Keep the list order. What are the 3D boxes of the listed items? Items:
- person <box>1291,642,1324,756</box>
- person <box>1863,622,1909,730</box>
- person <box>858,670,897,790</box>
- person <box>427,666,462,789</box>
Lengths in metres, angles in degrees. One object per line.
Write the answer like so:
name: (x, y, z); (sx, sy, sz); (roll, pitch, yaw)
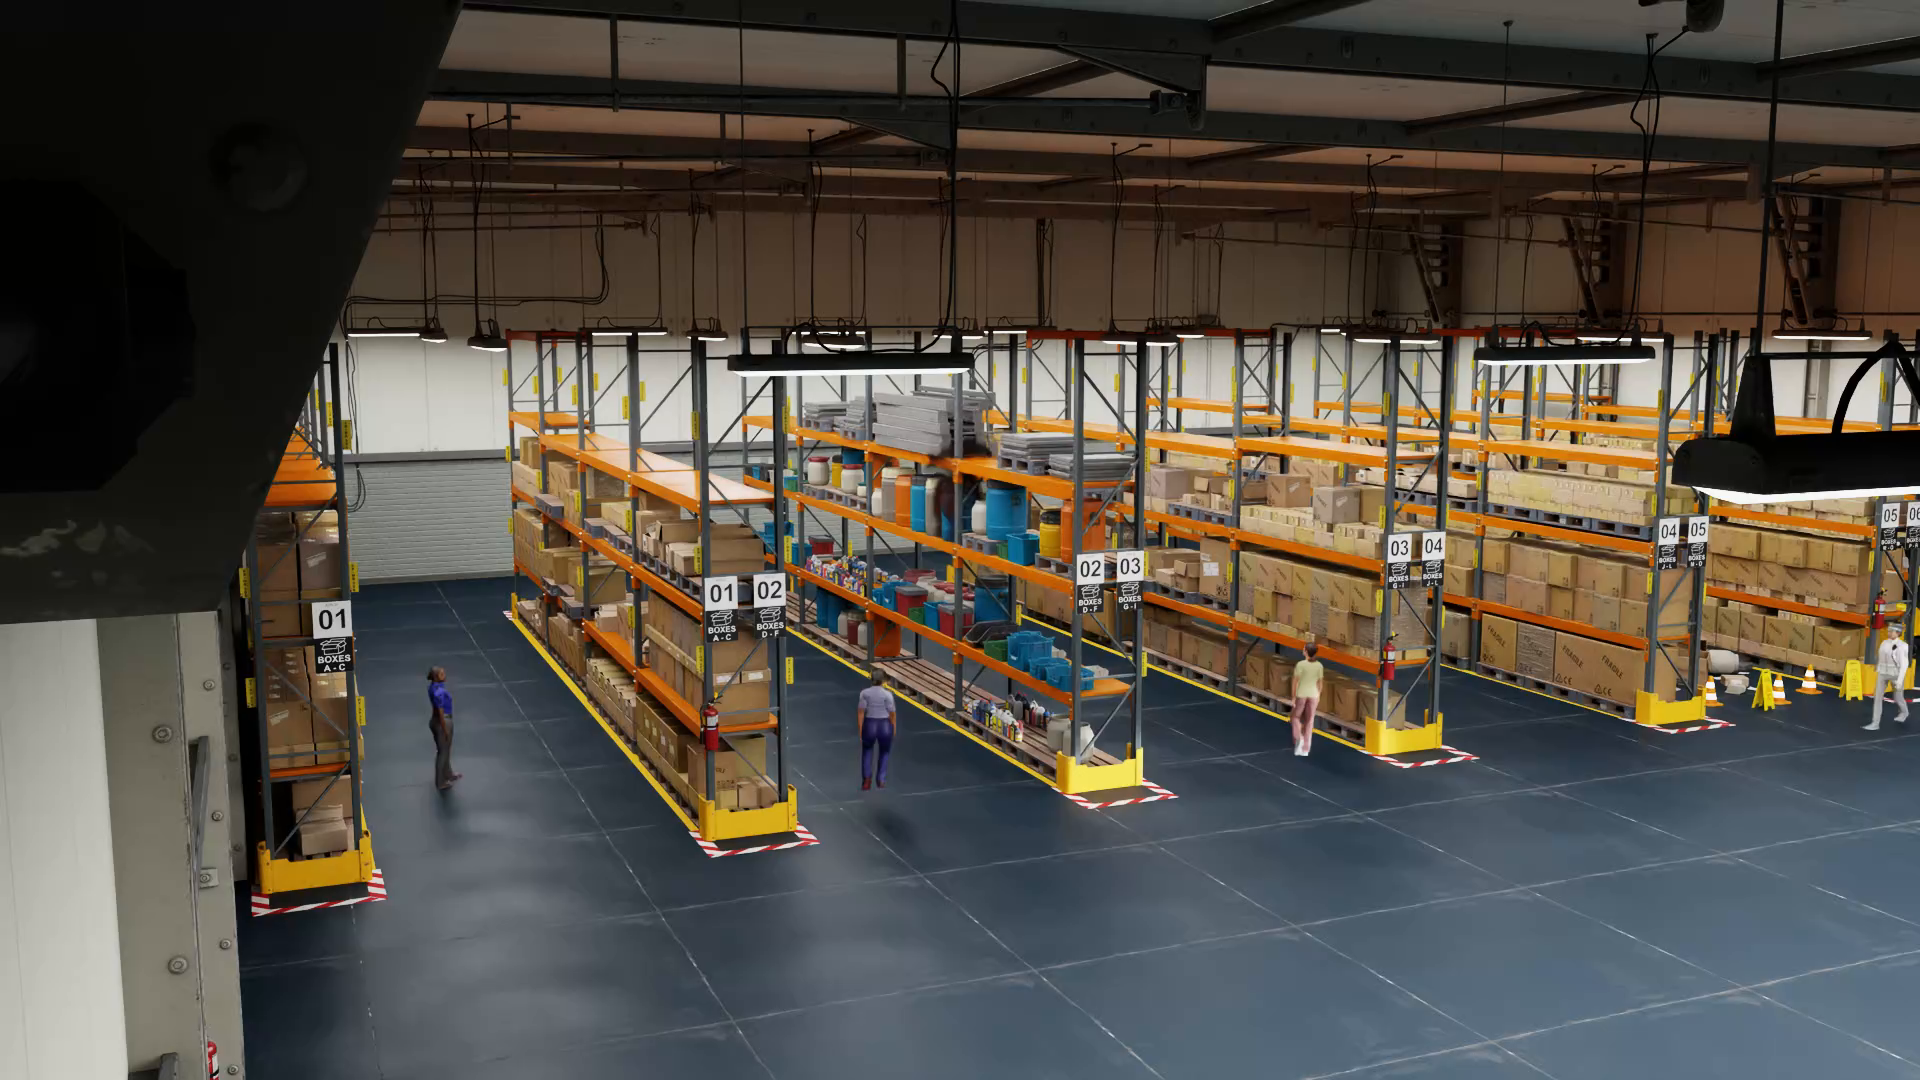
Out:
person: (4.959, 2.276, 23.736); (0.445, 1.660, 0.524); (1, 8, 9)
person: (14.251, 2.065, 25.406); (0.957, 1.646, 0.451); (-7, 11, -43)
person: (-1.057, 2.459, 21.384); (0.501, 1.627, 0.511); (1, 8, 5)
person: (-6.892, 2.490, 22.363); (0.533, 1.636, 0.482); (-7, 11, -43)
